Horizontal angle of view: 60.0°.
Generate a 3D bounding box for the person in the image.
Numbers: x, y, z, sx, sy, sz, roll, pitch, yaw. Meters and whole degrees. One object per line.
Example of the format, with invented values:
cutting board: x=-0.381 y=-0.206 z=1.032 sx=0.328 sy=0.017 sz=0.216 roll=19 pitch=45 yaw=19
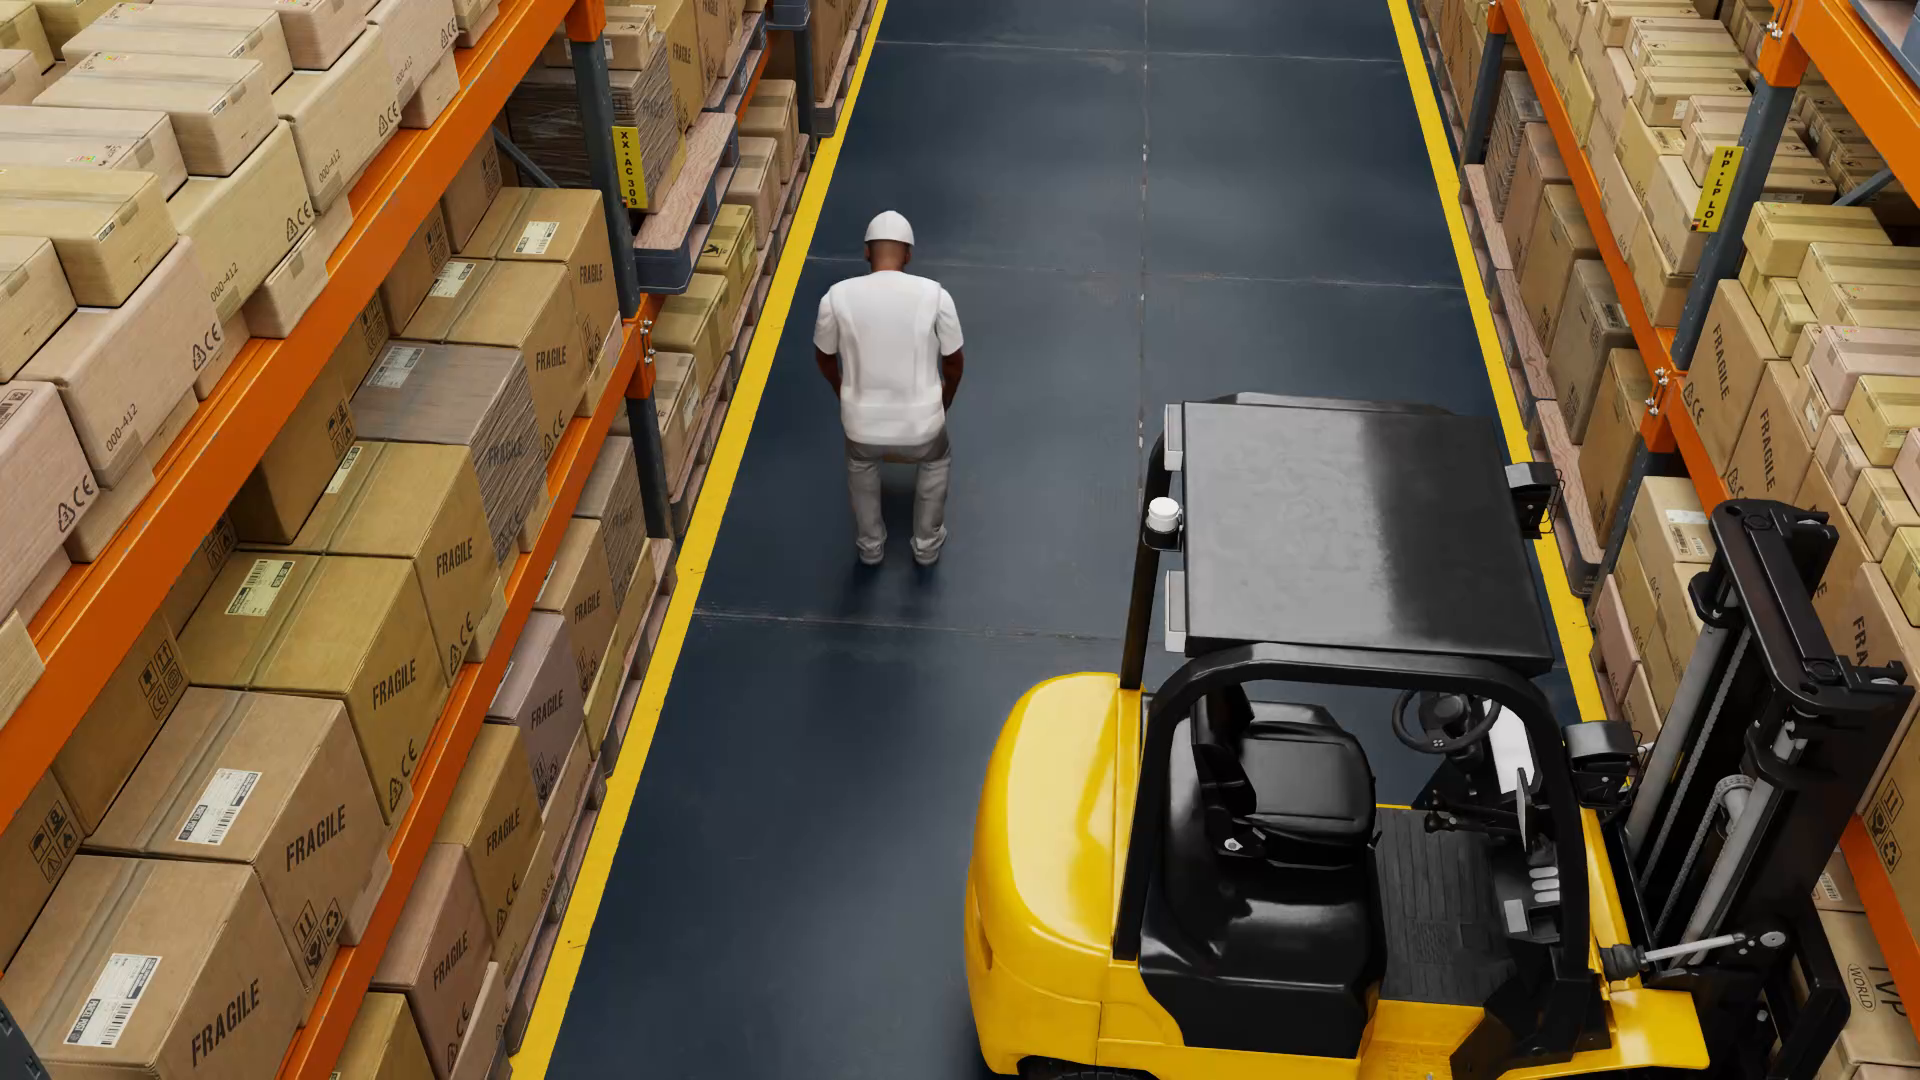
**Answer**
person: x=-0.301 y=-0.589 z=7.019 sx=0.625 sy=1.543 sz=0.666 roll=3 pitch=40 yaw=4
